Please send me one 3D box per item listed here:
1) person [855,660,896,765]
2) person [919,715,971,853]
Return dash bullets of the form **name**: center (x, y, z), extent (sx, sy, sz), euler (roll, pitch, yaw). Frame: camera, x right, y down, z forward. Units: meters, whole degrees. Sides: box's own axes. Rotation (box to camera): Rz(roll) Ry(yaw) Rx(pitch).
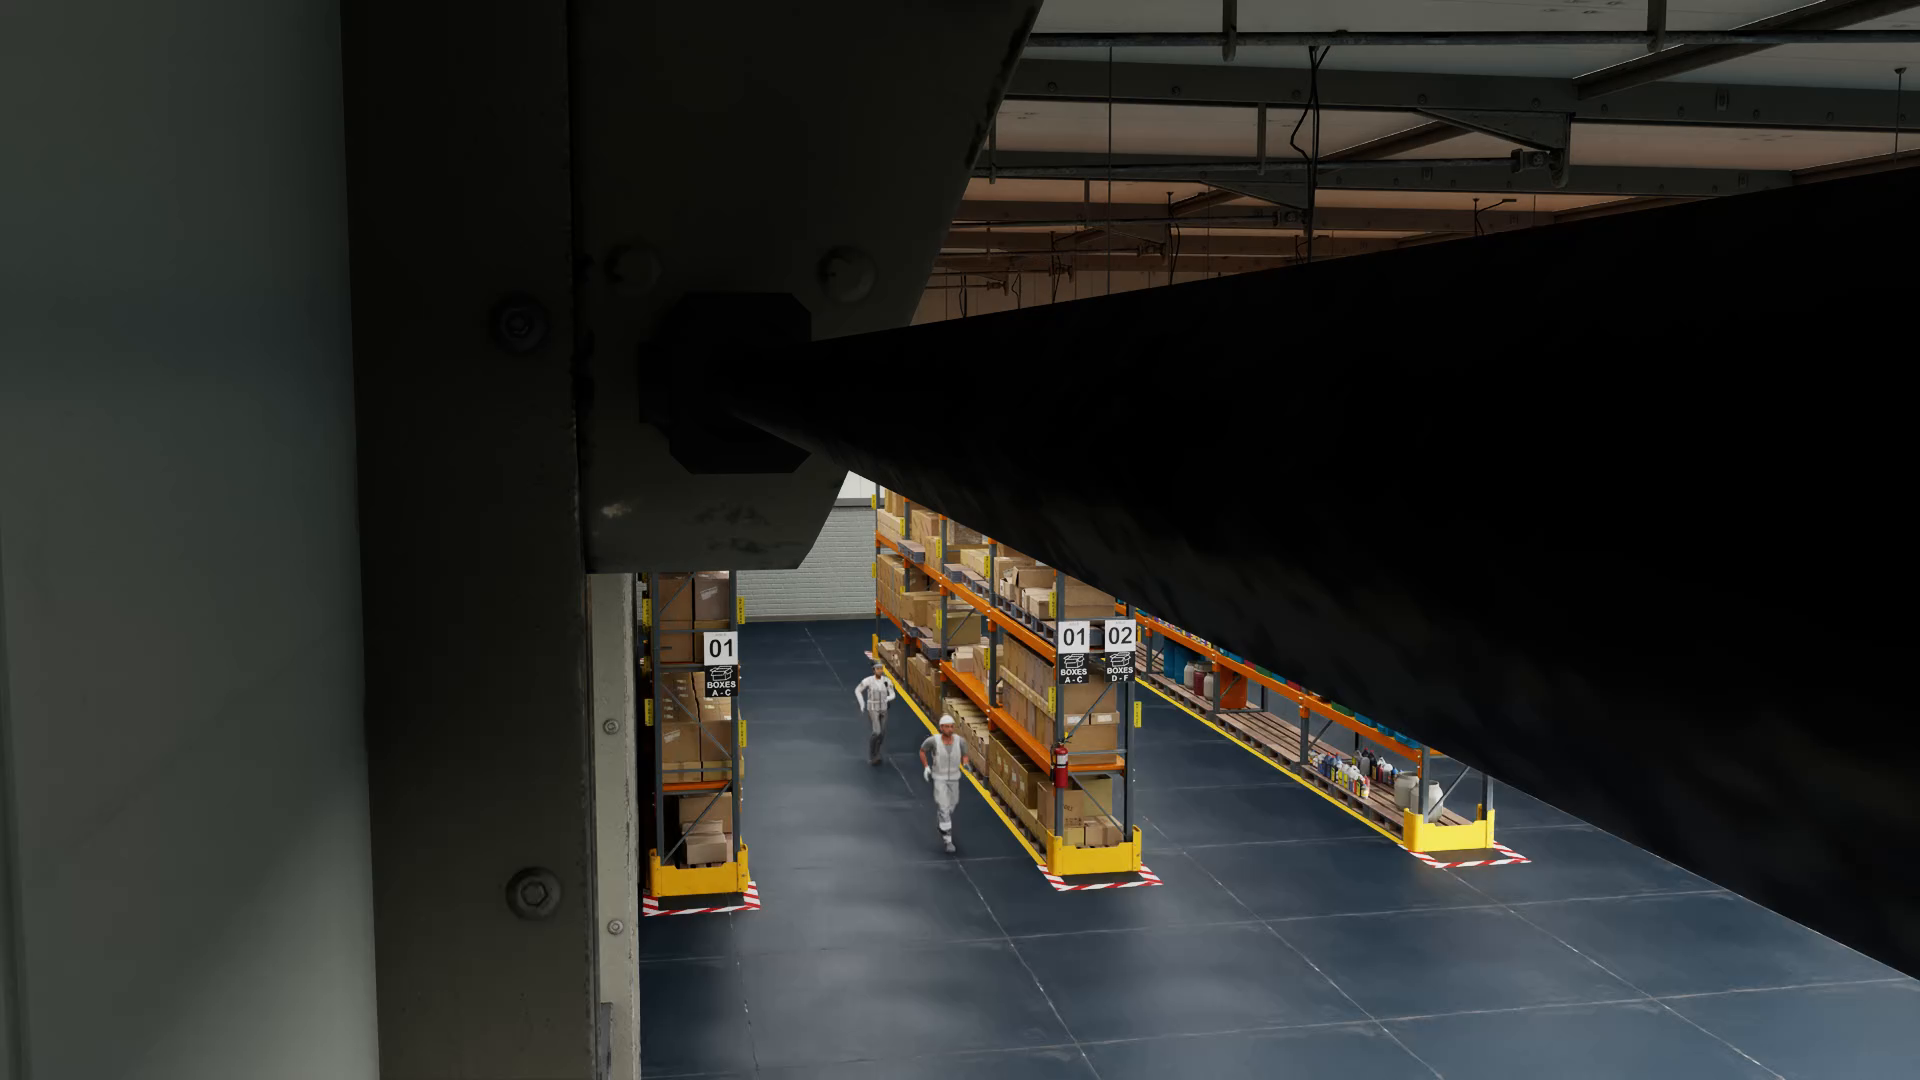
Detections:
- **person**: center (-1.318, 2.754, 26.658), extent (0.582, 1.685, 0.666), euler (-3, 6, -24)
- **person**: center (-0.210, 3.179, 22.136), extent (0.631, 1.774, 0.962), euler (-2, 6, -18)
